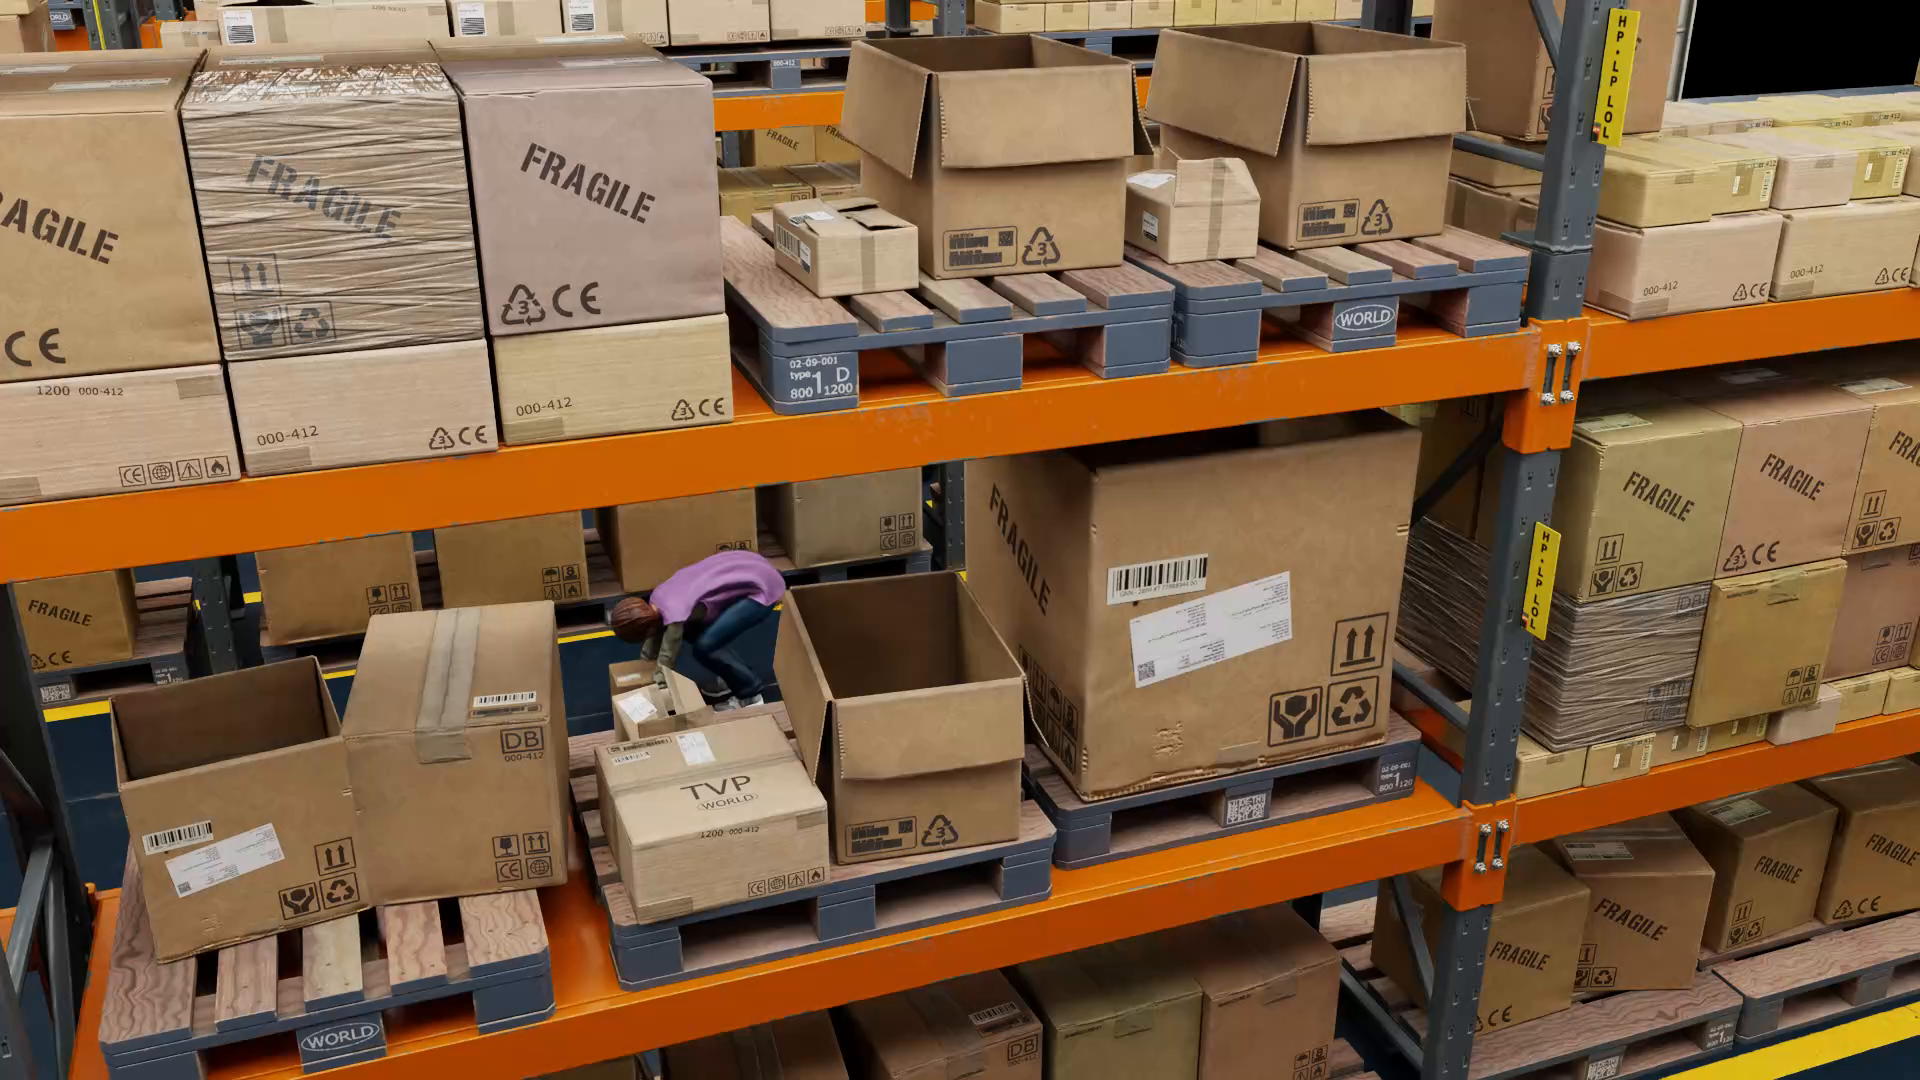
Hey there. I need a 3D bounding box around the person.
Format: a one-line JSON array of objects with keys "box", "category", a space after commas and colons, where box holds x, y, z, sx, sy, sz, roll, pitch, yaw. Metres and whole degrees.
[{"box": [-1.274, 0.478, 8.176, 0.864, 0.808, 0.432, -9, 25, -21], "category": "person"}]
